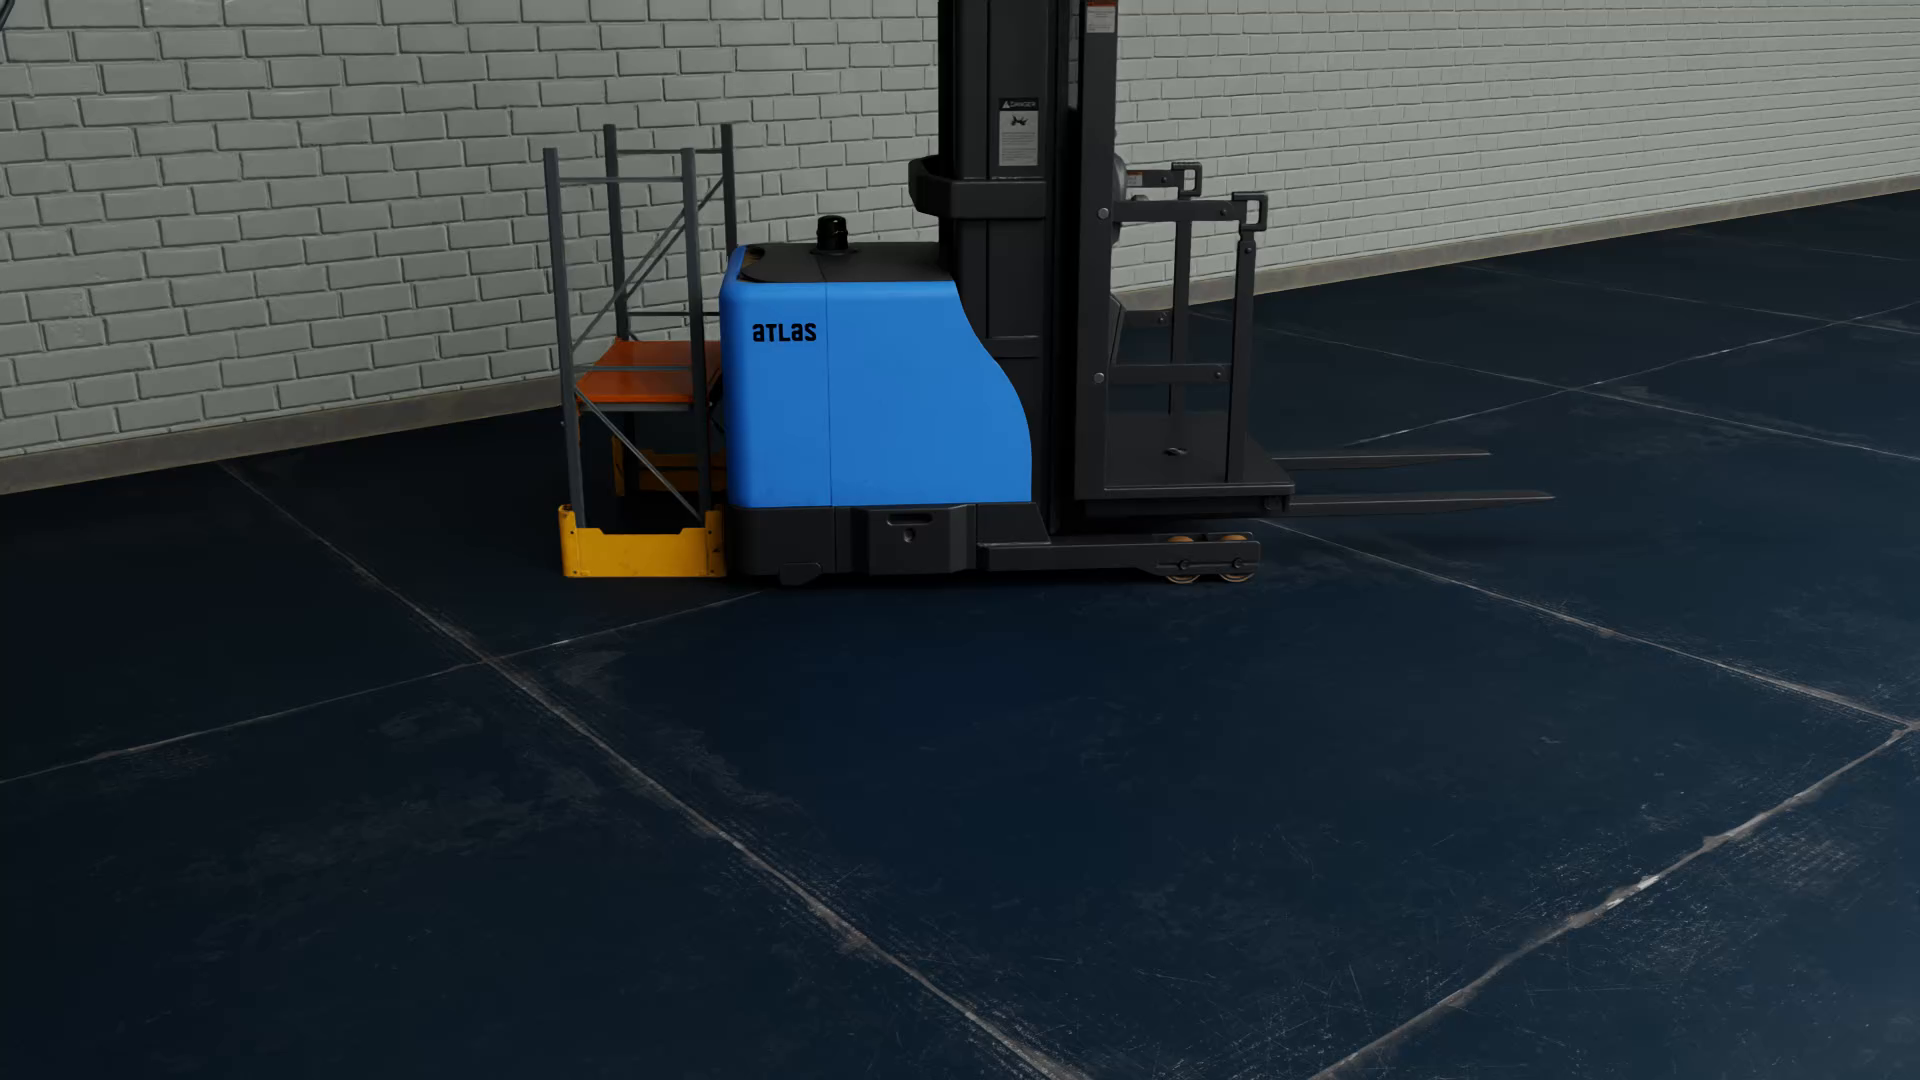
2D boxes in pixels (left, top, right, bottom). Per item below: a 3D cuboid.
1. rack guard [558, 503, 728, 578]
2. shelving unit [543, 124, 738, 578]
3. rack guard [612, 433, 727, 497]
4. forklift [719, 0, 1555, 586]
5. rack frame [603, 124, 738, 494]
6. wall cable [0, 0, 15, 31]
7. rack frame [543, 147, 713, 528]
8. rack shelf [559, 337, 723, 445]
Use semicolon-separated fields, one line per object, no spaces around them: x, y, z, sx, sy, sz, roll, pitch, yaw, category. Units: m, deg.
-1.132;0.002;5.958;0.587;0.250;0.087;0;18;0;rack guard
-1.136;-0.748;6.234;0.587;1.500;1.083;0;18;0;shelving unit
-1.139;-0.311;6.903;0.587;0.250;0.087;0;18;0;rack guard
0.656;-1.401;5.930;3.031;2.935;1.130;-1;18;-5;forklift
-1.139;-0.910;6.725;0.500;1.500;0.032;0;18;0;rack frame
-4.874;-2.756;5.308;3.097;2.526;0.112;-14;23;-36;wall cable
-1.133;-0.591;5.760;0.500;1.500;0.032;0;18;0;rack frame
-1.136;-0.580;6.299;0.538;0.185;1.000;0;18;0;rack shelf
